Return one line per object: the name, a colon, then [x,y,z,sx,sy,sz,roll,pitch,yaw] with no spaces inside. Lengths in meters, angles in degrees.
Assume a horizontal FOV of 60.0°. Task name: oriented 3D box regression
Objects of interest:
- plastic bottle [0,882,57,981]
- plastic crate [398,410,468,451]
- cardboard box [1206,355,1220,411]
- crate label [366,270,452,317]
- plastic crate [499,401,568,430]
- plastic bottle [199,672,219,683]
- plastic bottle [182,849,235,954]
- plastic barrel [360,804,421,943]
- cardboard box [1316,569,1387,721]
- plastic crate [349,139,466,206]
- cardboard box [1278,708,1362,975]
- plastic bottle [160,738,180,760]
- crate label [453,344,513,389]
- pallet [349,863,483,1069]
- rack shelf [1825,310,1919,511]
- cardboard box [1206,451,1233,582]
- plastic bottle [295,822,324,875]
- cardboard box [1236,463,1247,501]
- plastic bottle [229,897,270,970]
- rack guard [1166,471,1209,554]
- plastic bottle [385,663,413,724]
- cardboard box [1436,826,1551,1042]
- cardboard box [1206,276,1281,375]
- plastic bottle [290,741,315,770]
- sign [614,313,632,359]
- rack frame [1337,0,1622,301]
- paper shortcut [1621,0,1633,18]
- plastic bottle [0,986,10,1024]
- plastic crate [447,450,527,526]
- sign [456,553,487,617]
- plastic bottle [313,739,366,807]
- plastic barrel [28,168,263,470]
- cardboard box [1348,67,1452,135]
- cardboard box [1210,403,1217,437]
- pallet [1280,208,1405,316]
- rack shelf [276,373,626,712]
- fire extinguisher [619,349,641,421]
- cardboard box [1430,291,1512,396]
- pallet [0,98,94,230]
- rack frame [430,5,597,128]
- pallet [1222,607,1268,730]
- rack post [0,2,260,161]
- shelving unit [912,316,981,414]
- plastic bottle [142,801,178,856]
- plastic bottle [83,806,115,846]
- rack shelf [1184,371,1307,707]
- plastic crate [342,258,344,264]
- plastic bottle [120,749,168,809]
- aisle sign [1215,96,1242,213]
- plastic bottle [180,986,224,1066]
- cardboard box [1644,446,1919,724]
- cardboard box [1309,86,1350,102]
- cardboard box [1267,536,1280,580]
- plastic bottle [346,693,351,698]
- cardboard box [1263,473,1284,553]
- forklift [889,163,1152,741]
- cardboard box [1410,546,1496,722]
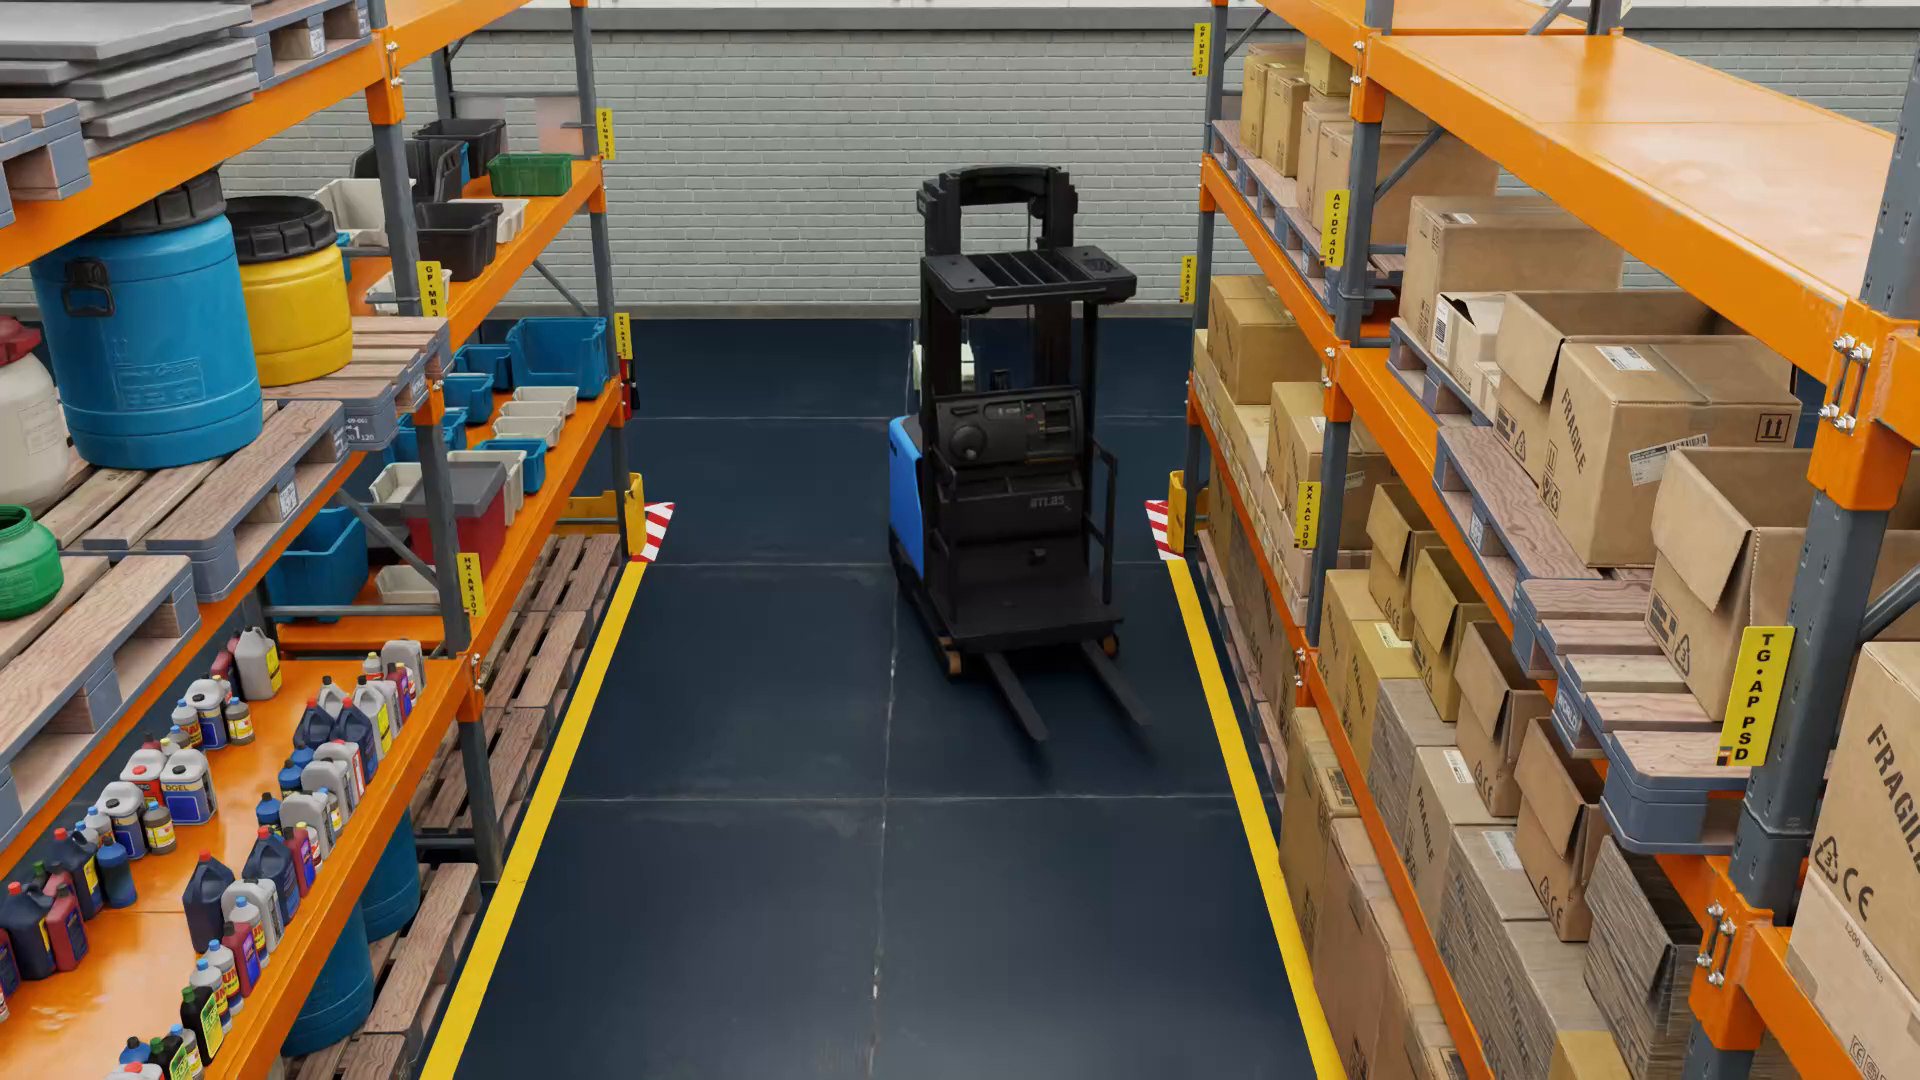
plastic bottle: [-3.171,1.306,5.665,0.144,0.351,0.185,0,24,-1]
plastic crate: [-3.166,-0.617,9.987,0.416,0.233,0.300,0,24,-1]
cardboard box: [1.846,-0.988,10.498,0.500,0.250,0.500,-1,24,-1]
crate label: [-2.527,-1.113,7.633,0.293,0.136,0.466,0,24,-1]
plastic crate: [-2.676,-0.764,10.429,0.396,0.136,0.243,0,24,-1]
plastic bottle: [-3.211,0.691,7.121,0.097,0.271,0.097,0,24,0]
plastic bottle: [-2.612,1.247,5.797,0.144,0.351,0.185,0,24,-1]
plastic barrel: [-2.822,1.326,7.598,0.600,0.901,0.708,0,24,-1]
cardboard box: [1.897,0.460,7.355,0.500,0.500,0.500,0,24,0]
plastic crate: [-3.112,-2.019,9.393,0.504,0.338,0.767,0,24,-1]
cardboard box: [2.169,1.355,7.566,1.225,0.875,0.875,0,24,0]
plastic bottle: [-3.207,0.899,6.747,0.097,0.201,0.097,0,24,0]
crate label: [-3.181,-1.159,11.187,0.416,0.233,0.303,0,24,-1]
pallet: [-2.844,1.926,7.620,1.003,0.211,1.213,0,24,-1]
rack shelf: [2.208,0.564,1.326,1.077,0.370,4.000,0,24,-1]
cardboard box: [2.185,-0.294,11.211,0.875,0.875,0.875,0,24,-1]
plastic bottle: [-2.441,1.145,6.202,0.097,0.201,0.097,0,24,0]
cardboard box: [1.795,-0.330,9.527,0.380,0.149,0.250,0,24,0]
plastic bottle: [-2.435,1.340,5.686,0.097,0.271,0.097,0,24,0]
rack guard: [2.098,-0.205,11.979,1.175,0.500,0.348,0,24,-1]
plastic bottle: [-2.435,0.646,7.206,0.061,0.283,0.133,0,24,-1]
cardboard box: [1.924,1.296,5.507,0.500,0.500,0.500,-1,24,-2]
cardboard box: [1.839,-1.337,10.362,0.500,0.500,0.500,-1,24,-2]
plastic bottle: [-2.598,0.923,6.609,0.097,0.271,0.097,0,24,0]
sign: [-2.304,-1.395,11.379,0.100,0.325,0.005,0,24,-1]
rack frame: [2.142,-2.419,6.561,1.000,3.000,0.127,0,24,-1]
paper shortcut: [1.646,-1.376,4.086,0.009,0.170,0.078,9,-7,-5]
plastic bottle: [-3.191,1.487,5.446,0.097,0.201,0.097,0,24,0]
plastic crate: [-2.643,-0.266,9.154,0.437,0.282,0.530,0,24,-1]
sign: [-2.261,0.209,7.695,0.100,0.325,0.005,0,24,-1]
plastic bottle: [-2.474,0.913,6.626,0.152,0.276,0.135,0,24,-1]
plastic barrel: [-2.639,-0.747,5.387,0.600,0.901,0.708,0,24,-1]
cardboard box: [2.138,-2.064,7.754,0.500,0.250,0.500,-2,24,-4]
cardboard box: [1.784,-0.753,10.462,0.380,0.149,0.250,-1,24,-1]
pallet: [2.144,-1.349,7.943,1.003,0.211,1.213,0,24,-1]
rack shelf: [-2.832,-0.159,9.719,1.077,0.370,4.000,0,24,-1]
fire extinguisher: [-2.401,-1.170,11.628,0.296,0.674,0.183,0,24,-1]
cardboard box: [2.064,-0.750,6.111,0.500,0.311,0.500,-1,24,-2]
pallet: [-2.744,-0.777,3.647,1.213,0.211,1.003,0,24,-1]
rack frame: [-2.854,-4.045,10.157,1.000,3.000,0.127,0,24,-1]
pallet: [2.196,0.768,10.180,1.003,0.211,1.213,0,24,-1]
rack post: [-2.661,-1.335,4.772,0.937,0.300,0.954,2,24,5]
shelving unit: [-0.102,-0.787,12.054,0.431,1.500,0.755,-2,24,-5]
plastic bottle: [-3.049,1.089,6.327,0.097,0.201,0.097,0,24,0]
plastic bottle: [-3.200,1.113,6.189,0.097,0.271,0.097,0,24,0]
rack shelf: [2.120,-0.182,9.768,1.077,0.370,4.000,0,24,-1]
plastic crate: [-3.117,-1.106,7.557,0.450,0.188,0.662,0,24,-1]
plastic bottle: [-3.176,0.967,6.505,0.152,0.276,0.135,0,24,-1]
aisle sign: [1.798,-2.546,10.969,0.394,0.787,0.004,0,24,-1]
plastic bottle: [-2.412,1.517,5.280,0.061,0.283,0.133,0,24,-1]
cardboard box: [2.107,0.107,3.982,0.797,0.503,0.637,1,24,3]
cardboard box: [2.208,-2.094,8.732,0.700,0.500,0.500,1,24,2]
cardboard box: [1.806,0.093,8.592,0.380,0.149,0.250,-1,24,-1]
plastic bottle: [-2.604,0.747,7.082,0.097,0.201,0.097,0,24,0]
cardboard box: [1.867,-0.147,8.638,0.500,0.250,0.500,0,24,1]
forklift: [0.367,-0.667,10.050,1.130,2.935,3.031,-6,25,-13]
cardboard box: [2.153,0.358,6.363,0.797,0.503,0.637,0,24,0]
